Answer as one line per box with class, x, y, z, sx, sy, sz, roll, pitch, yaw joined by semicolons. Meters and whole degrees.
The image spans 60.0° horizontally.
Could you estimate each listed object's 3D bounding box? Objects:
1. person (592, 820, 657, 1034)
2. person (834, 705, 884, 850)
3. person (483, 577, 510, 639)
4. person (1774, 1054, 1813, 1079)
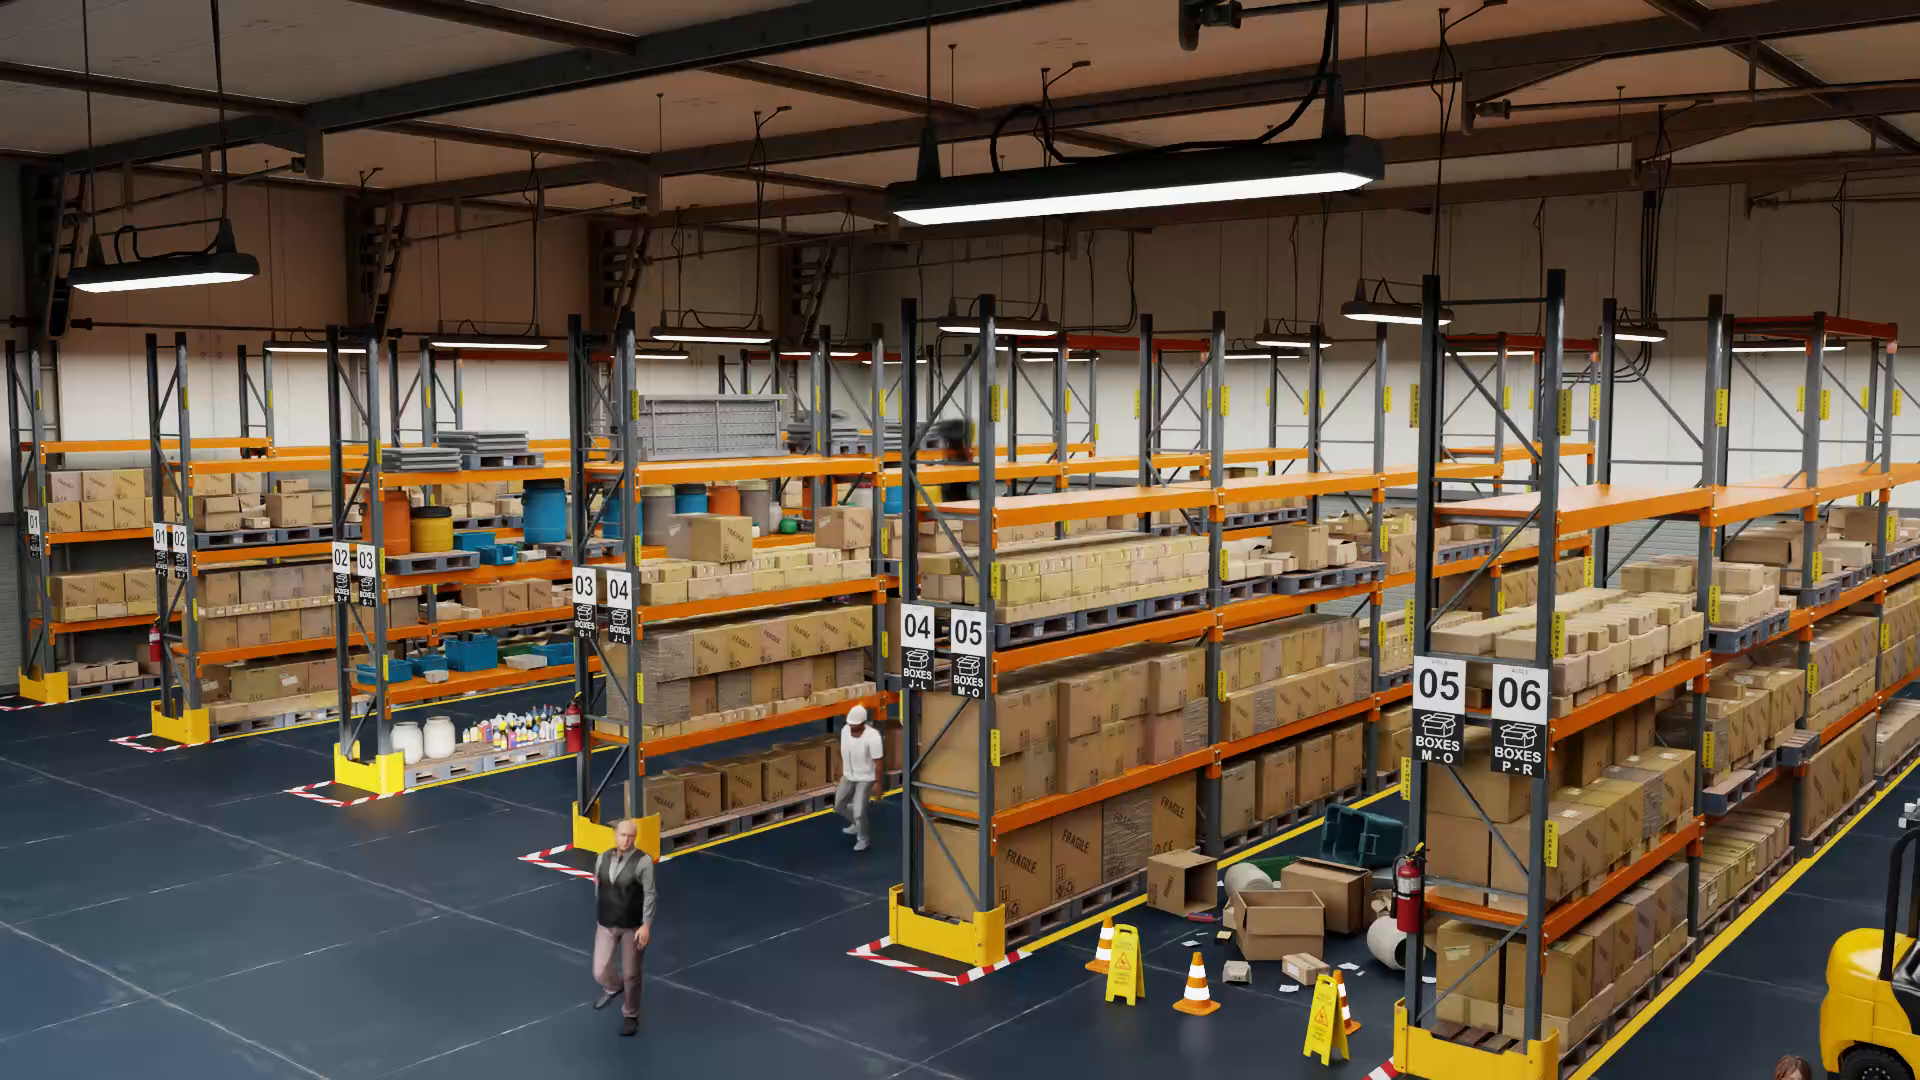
person;-2.721;3.096;13.444;0.643;1.716;0.571;1;5;11
person;-1.117;2.642;18.637;0.832;1.674;0.699;4;6;36
person;-9.117;1.376;32.727;0.603;1.677;0.649;3;6;33
person;4.613;3.559;9.314;0.597;1.542;0.616;4;6;37
